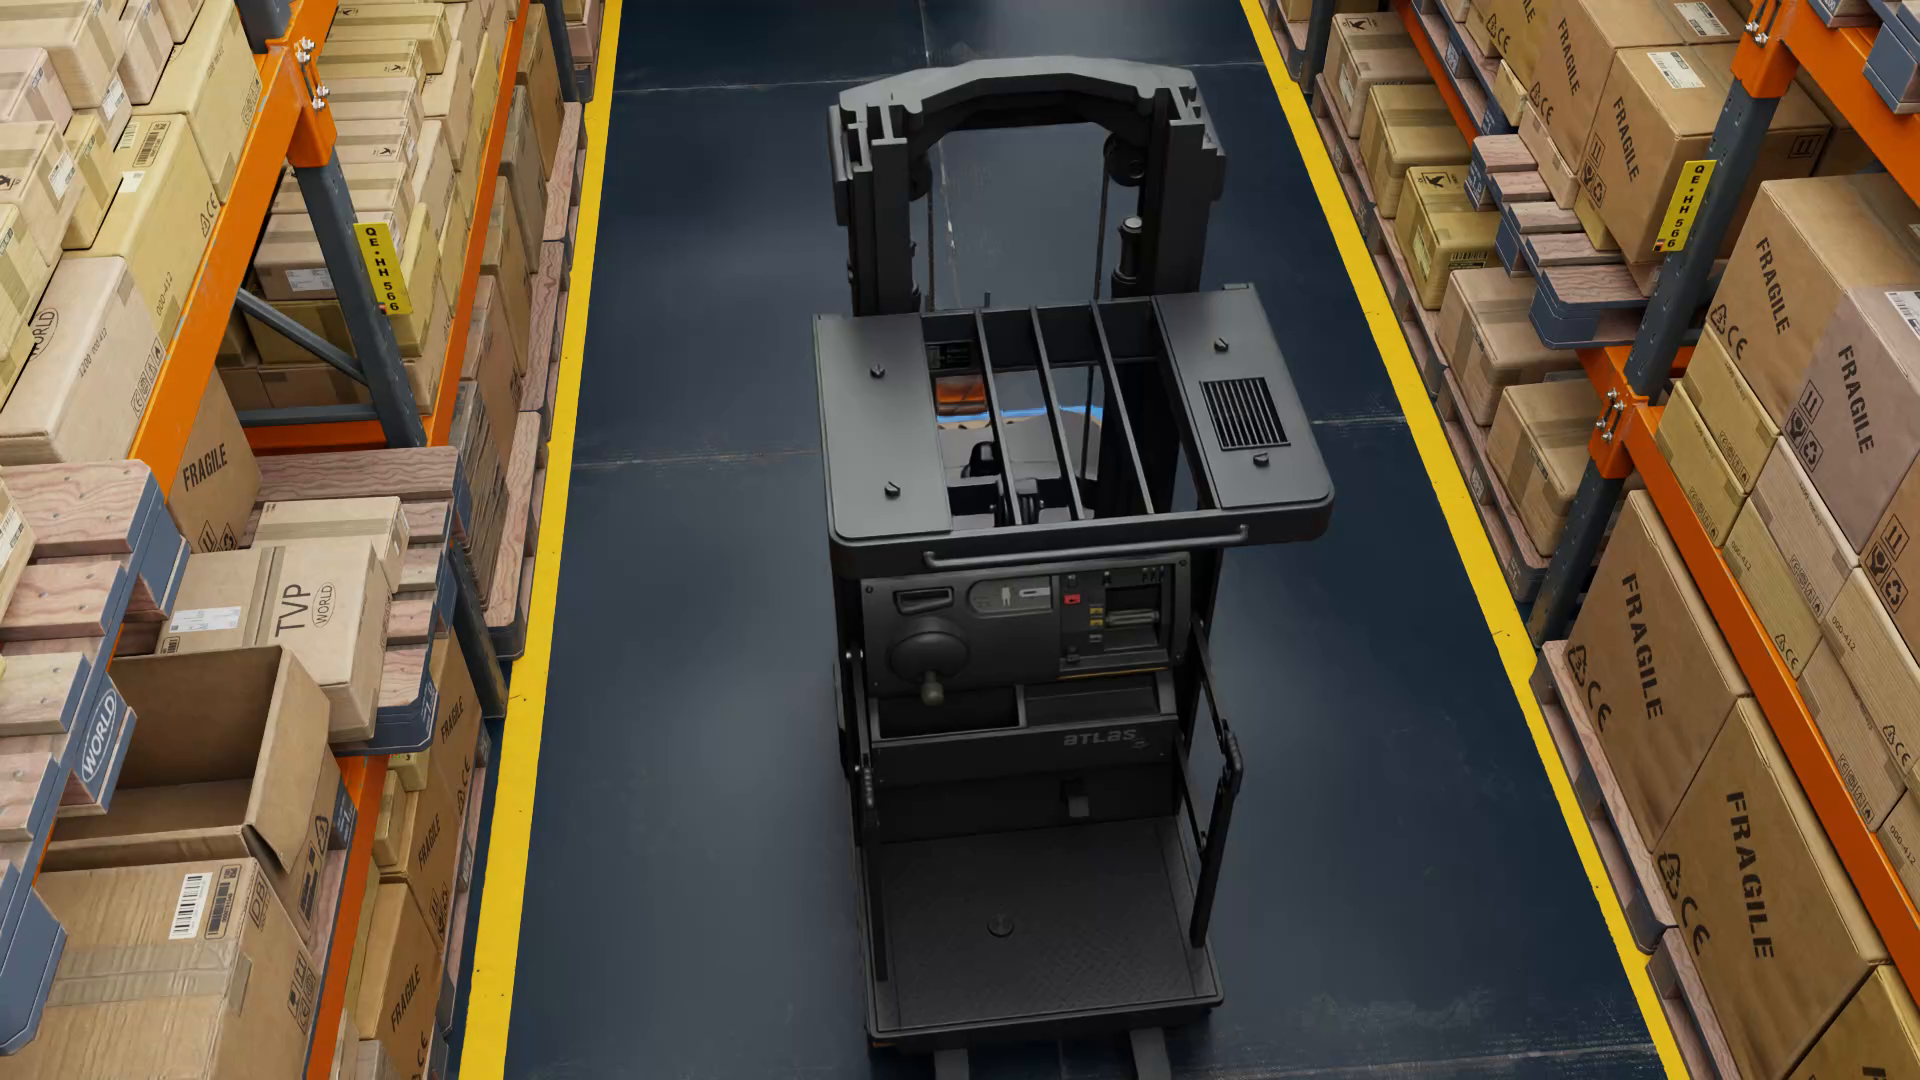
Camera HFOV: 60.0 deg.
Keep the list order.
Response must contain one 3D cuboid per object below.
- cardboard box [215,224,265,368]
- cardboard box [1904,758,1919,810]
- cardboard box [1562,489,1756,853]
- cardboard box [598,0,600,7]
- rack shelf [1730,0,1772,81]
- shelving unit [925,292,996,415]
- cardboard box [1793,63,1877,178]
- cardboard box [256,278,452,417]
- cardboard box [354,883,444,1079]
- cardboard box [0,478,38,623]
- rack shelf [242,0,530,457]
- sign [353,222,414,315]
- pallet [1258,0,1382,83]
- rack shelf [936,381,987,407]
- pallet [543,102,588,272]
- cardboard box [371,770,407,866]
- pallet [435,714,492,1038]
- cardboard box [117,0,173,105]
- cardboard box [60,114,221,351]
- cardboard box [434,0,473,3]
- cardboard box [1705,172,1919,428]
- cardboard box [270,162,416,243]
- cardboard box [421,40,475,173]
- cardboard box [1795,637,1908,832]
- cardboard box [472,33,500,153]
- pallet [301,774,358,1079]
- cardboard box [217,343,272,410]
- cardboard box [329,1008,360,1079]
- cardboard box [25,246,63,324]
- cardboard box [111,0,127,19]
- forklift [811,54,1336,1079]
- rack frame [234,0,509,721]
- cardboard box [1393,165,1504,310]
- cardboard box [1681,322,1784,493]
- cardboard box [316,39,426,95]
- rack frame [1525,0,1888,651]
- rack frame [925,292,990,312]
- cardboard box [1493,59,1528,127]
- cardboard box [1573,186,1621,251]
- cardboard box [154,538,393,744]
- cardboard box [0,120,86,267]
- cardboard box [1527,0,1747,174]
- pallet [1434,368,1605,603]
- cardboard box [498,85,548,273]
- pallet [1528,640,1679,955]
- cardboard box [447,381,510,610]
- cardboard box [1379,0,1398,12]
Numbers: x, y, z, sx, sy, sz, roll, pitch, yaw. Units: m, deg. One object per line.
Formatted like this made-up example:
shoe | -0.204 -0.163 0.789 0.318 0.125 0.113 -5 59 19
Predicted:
cardboard box | -2.526 -0.801 5.338 0.500 0.250 0.500 -3 47 -2
cardboard box | 2.631 0.688 3.928 0.500 0.250 0.500 -3 47 -3
cardboard box | 2.709 0.414 5.602 0.875 0.875 0.875 -4 47 -4
cardboard box | -2.315 -3.202 9.458 0.500 0.250 0.500 -4 47 -4
rack shelf | 2.567 -2.908 6.004 1.077 0.370 4.000 -3 47 -3
shelving unit | -0.001 -0.423 6.461 0.258 1.200 0.189 -3 47 -3
cardboard box | 2.927 -1.298 5.486 0.500 0.500 0.500 -5 47 -4
cardboard box | -2.005 -0.657 5.546 0.500 0.250 0.500 -3 47 -3
cardboard box | -1.884 1.377 4.949 0.500 0.500 0.500 -2 47 -2
cardboard box | -1.660 0.047 2.525 0.380 0.149 0.250 -3 47 -2
rack shelf | -2.379 -1.572 6.805 1.077 0.370 4.000 -3 47 -3
sign | -1.672 -0.783 4.819 0.100 0.325 0.005 -3 47 -3
pallet | 2.308 -3.096 9.673 1.003 0.211 1.213 -3 47 -3
rack shelf | -0.001 -0.558 6.319 0.258 0.103 0.180 -3 47 -3
pallet | -2.446 -1.777 8.424 1.003 0.211 1.213 -3 47 -3
cardboard box | -1.886 0.850 5.001 0.380 0.149 0.250 -5 47 -5
pallet | -2.187 1.129 5.672 1.003 0.211 1.213 -3 47 -3
cardboard box | -1.940 -1.059 3.586 0.380 0.149 0.250 -4 47 -4
cardboard box | -1.884 -0.632 3.457 0.500 0.250 0.500 -3 47 -3
cardboard box | -2.061 -2.180 6.370 0.380 0.149 0.250 -5 47 -4
cardboard box | 2.532 -0.683 4.710 0.500 0.500 0.500 -5 47 -5
cardboard box | -1.969 -1.071 5.320 0.380 0.149 0.250 -3 47 -2
cardboard box | -2.072 -1.571 6.067 0.500 0.250 0.500 -5 47 -4
cardboard box | 2.623 0.494 4.456 0.500 0.250 0.500 -2 47 -2
cardboard box | -2.134 -1.769 6.599 0.500 0.250 0.500 -2 47 -2
pallet | -2.044 1.100 3.911 1.003 0.211 1.213 -3 47 -3
cardboard box | -2.504 -0.631 5.521 0.500 0.250 0.500 -4 47 -4
cardboard box | -1.835 1.423 4.459 0.380 0.149 0.250 -6 47 -5
cardboard box | -1.908 -0.507 3.063 0.380 0.149 0.250 -3 47 -3
cardboard box | -1.972 -1.164 3.481 0.380 0.149 0.250 -5 47 -5
forklift | 0.217 0.343 4.543 1.130 2.935 3.031 -5 47 -5
rack frame | -2.212 -0.372 5.173 1.000 3.000 0.127 -3 47 -3
cardboard box | 2.569 -1.409 7.676 0.950 0.372 0.625 -2 47 -2
cardboard box | 2.530 -0.416 4.973 0.500 0.250 0.500 -4 47 -4
cardboard box | -2.101 -1.624 5.843 0.380 0.149 0.250 -3 47 -3
rack frame | 2.734 -0.677 5.462 1.000 3.000 0.127 -3 47 -3
rack frame | -0.009 -0.489 6.523 0.240 1.200 0.006 -3 47 -3
cardboard box | 2.262 -1.708 6.322 0.380 0.149 0.250 -3 47 -3
cardboard box | 2.378 -1.147 5.791 0.380 0.149 0.250 -3 47 -3
cardboard box | -1.801 0.278 4.371 0.500 0.250 0.500 -5 47 -5
cardboard box | -1.803 -0.605 2.951 0.380 0.149 0.250 -4 47 -4
cardboard box | 2.365 -1.643 5.814 0.500 0.500 0.500 -4 47 -4
pallet | 2.670 -0.283 7.010 1.003 0.211 1.213 -3 47 -3
cardboard box | -2.434 -1.656 7.735 0.875 0.625 0.625 -4 47 -4
pallet | 2.725 0.857 5.929 1.003 0.211 1.213 -3 47 -3
cardboard box | -2.250 -0.152 6.311 0.875 0.625 0.625 -2 47 -2
cardboard box | 2.619 -3.213 9.468 0.500 0.250 0.500 -5 47 -5
